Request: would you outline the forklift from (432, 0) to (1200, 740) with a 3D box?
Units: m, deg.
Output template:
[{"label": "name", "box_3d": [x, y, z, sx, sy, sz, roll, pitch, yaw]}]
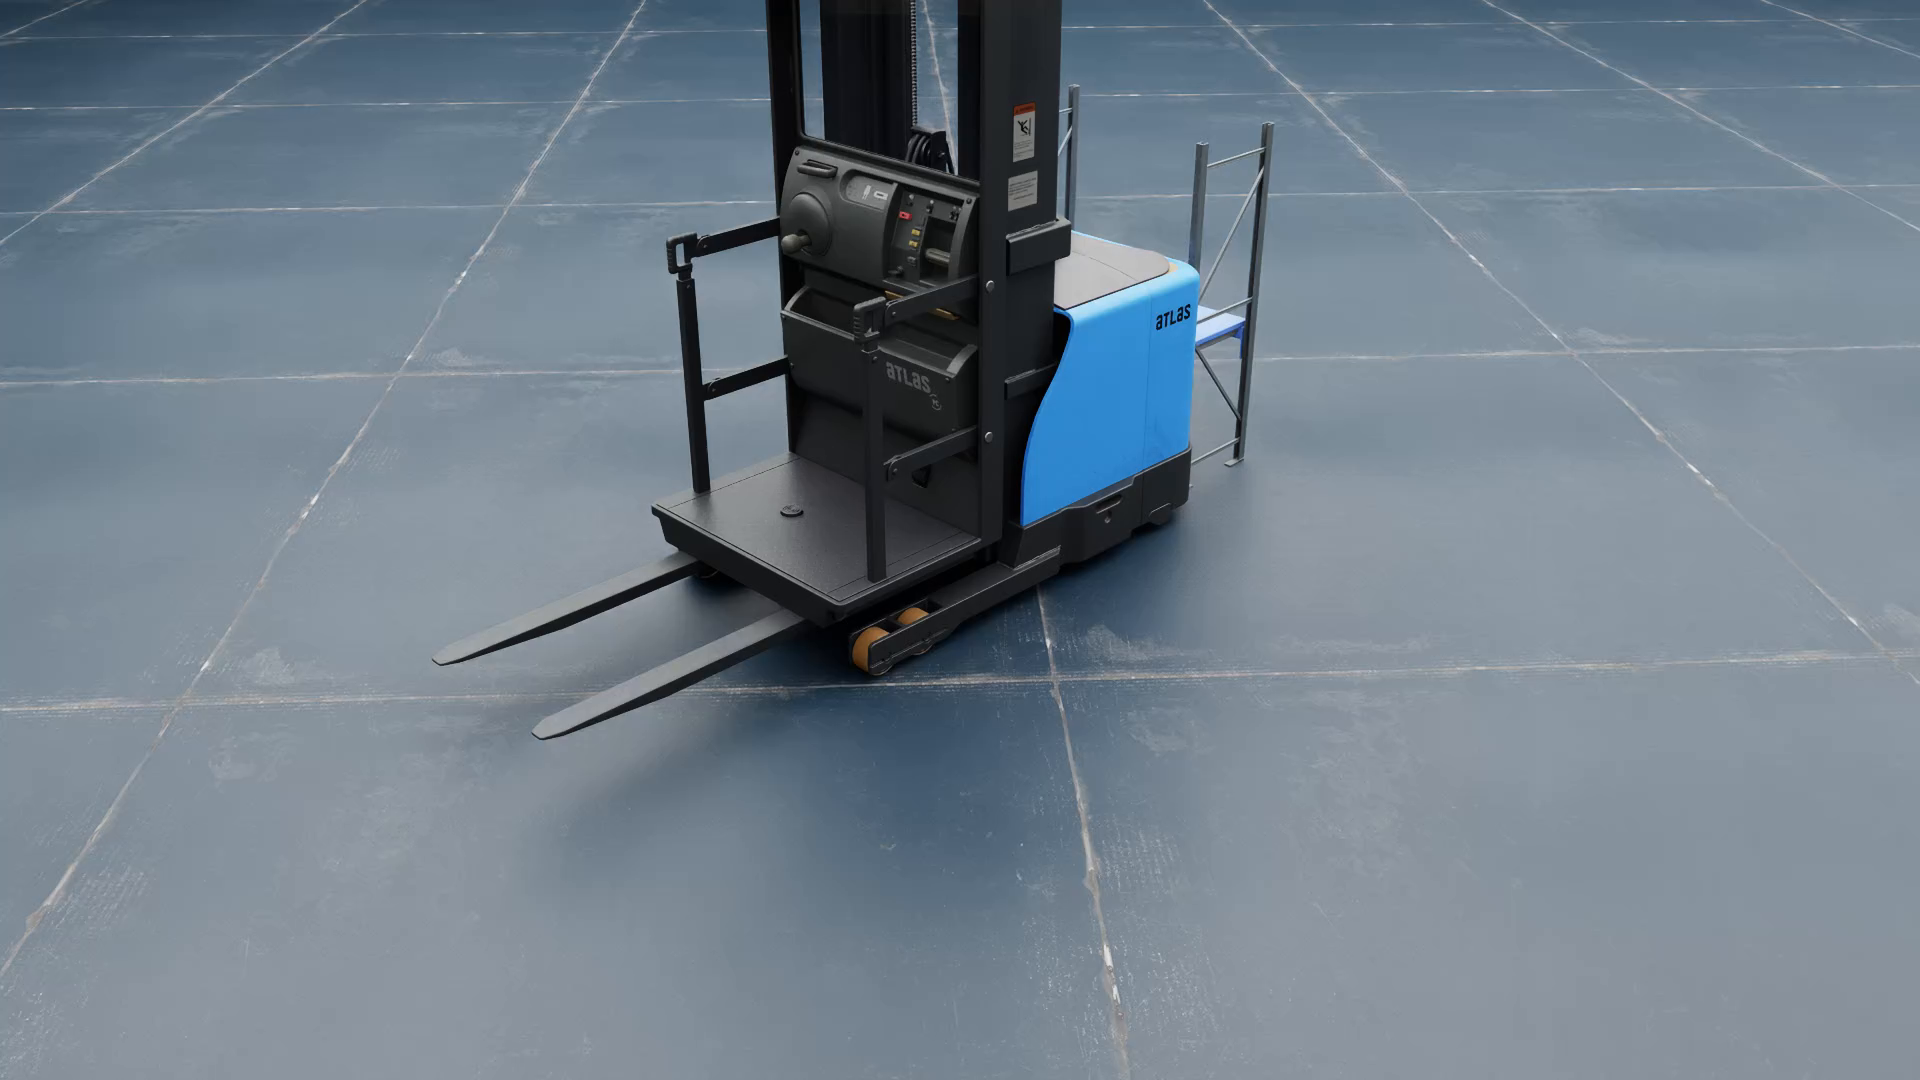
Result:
[{"label": "forklift", "box_3d": [-0.447, -1.094, 5.678, 3.031, 2.935, 1.130, -25, 36, -39]}]

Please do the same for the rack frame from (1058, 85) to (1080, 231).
[{"label": "rack frame", "box_3d": [0.348, -1.268, 7.556, 0.032, 1.500, 0.500, 23, 35, 37]}]

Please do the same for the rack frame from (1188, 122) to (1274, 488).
[{"label": "rack frame", "box_3d": [1.093, -0.948, 6.943, 0.032, 1.500, 0.500, 23, 35, 37]}]

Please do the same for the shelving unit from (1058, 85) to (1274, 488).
[{"label": "shelving unit", "box_3d": [0.720, -1.108, 7.249, 1.048, 1.500, 0.538, 23, 35, 37]}]

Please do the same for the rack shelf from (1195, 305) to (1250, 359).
[{"label": "rack shelf", "box_3d": [0.720, -0.948, 7.332, 1.000, 0.185, 0.538, 23, 35, 37]}]
